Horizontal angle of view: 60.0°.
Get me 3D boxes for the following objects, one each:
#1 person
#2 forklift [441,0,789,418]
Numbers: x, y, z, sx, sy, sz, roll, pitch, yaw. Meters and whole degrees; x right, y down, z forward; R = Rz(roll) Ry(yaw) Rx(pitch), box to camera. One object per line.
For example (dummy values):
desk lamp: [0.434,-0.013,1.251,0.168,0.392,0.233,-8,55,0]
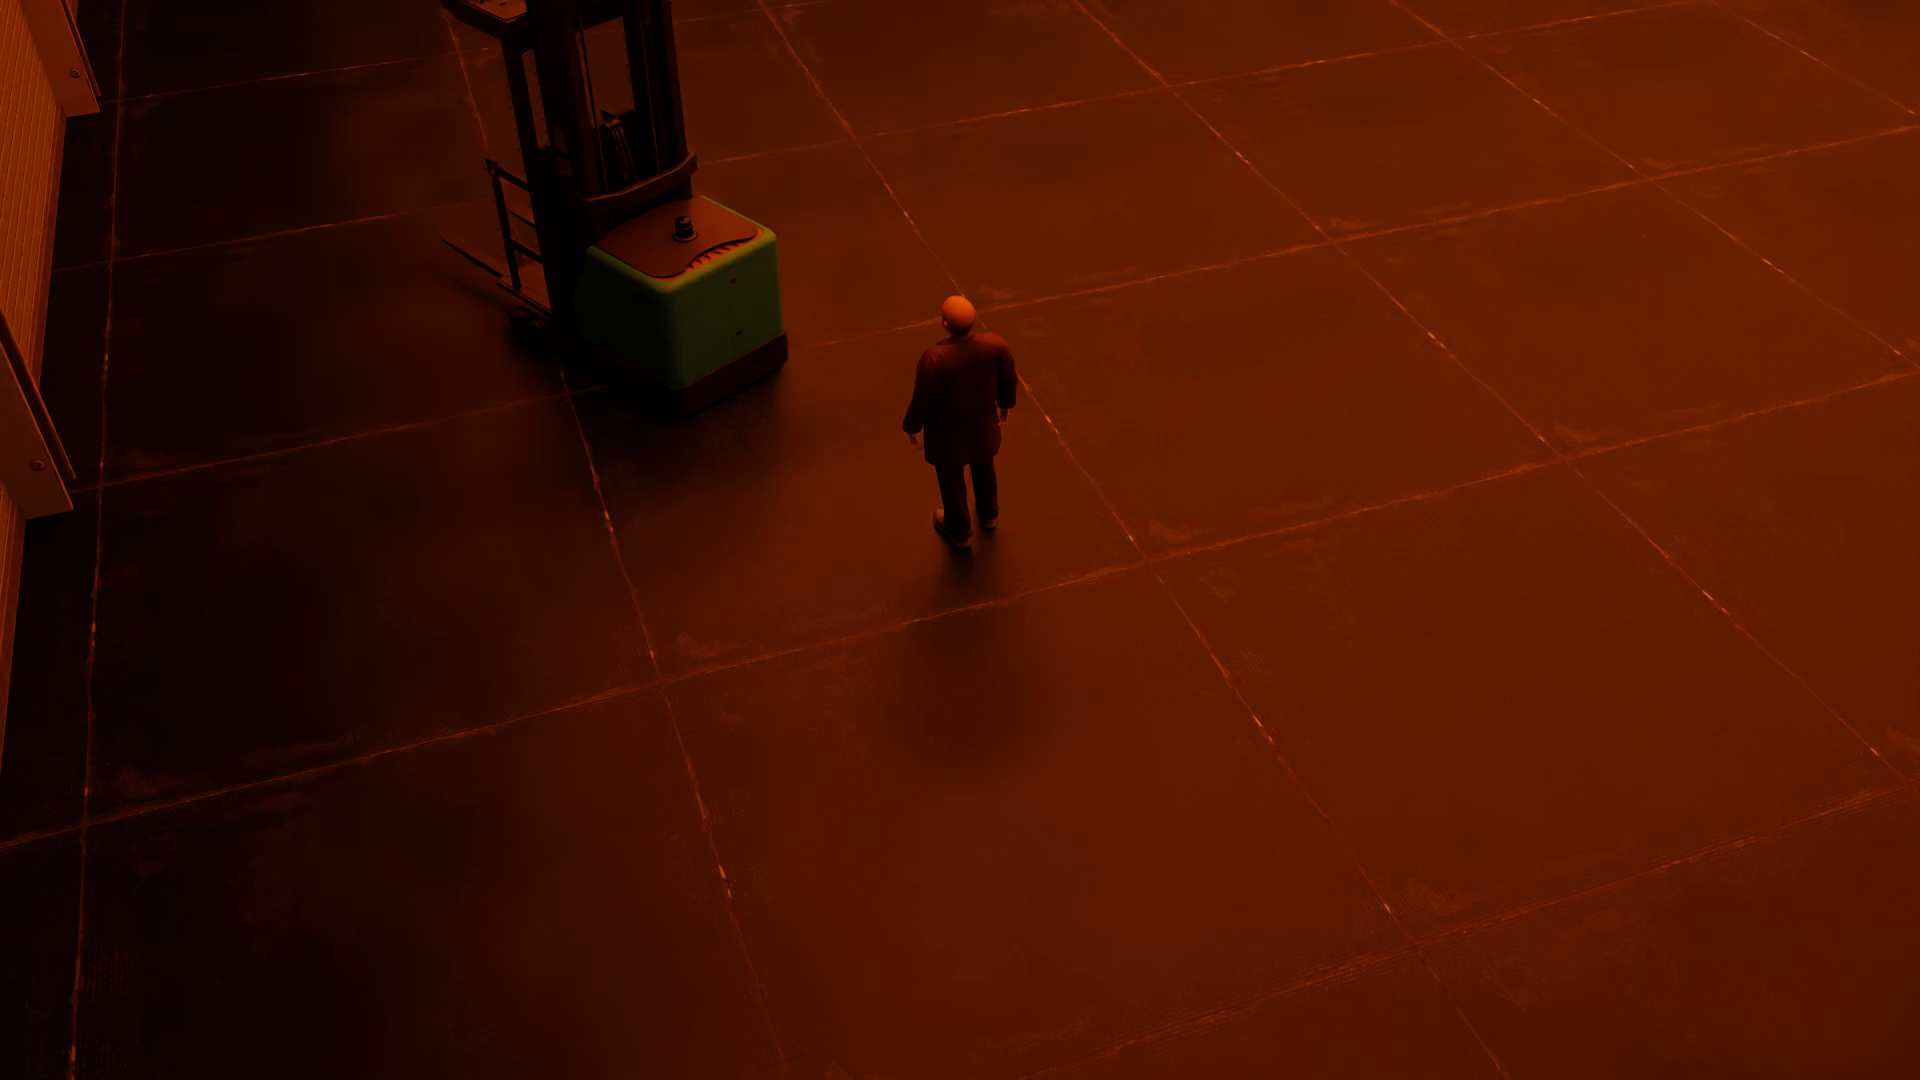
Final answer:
person: [-0.028,-0.743,9.767,0.696,1.778,0.579,-13,42,-15]
forklift: [-2.627,-2.764,11.289,3.031,2.935,1.130,31,49,31]
